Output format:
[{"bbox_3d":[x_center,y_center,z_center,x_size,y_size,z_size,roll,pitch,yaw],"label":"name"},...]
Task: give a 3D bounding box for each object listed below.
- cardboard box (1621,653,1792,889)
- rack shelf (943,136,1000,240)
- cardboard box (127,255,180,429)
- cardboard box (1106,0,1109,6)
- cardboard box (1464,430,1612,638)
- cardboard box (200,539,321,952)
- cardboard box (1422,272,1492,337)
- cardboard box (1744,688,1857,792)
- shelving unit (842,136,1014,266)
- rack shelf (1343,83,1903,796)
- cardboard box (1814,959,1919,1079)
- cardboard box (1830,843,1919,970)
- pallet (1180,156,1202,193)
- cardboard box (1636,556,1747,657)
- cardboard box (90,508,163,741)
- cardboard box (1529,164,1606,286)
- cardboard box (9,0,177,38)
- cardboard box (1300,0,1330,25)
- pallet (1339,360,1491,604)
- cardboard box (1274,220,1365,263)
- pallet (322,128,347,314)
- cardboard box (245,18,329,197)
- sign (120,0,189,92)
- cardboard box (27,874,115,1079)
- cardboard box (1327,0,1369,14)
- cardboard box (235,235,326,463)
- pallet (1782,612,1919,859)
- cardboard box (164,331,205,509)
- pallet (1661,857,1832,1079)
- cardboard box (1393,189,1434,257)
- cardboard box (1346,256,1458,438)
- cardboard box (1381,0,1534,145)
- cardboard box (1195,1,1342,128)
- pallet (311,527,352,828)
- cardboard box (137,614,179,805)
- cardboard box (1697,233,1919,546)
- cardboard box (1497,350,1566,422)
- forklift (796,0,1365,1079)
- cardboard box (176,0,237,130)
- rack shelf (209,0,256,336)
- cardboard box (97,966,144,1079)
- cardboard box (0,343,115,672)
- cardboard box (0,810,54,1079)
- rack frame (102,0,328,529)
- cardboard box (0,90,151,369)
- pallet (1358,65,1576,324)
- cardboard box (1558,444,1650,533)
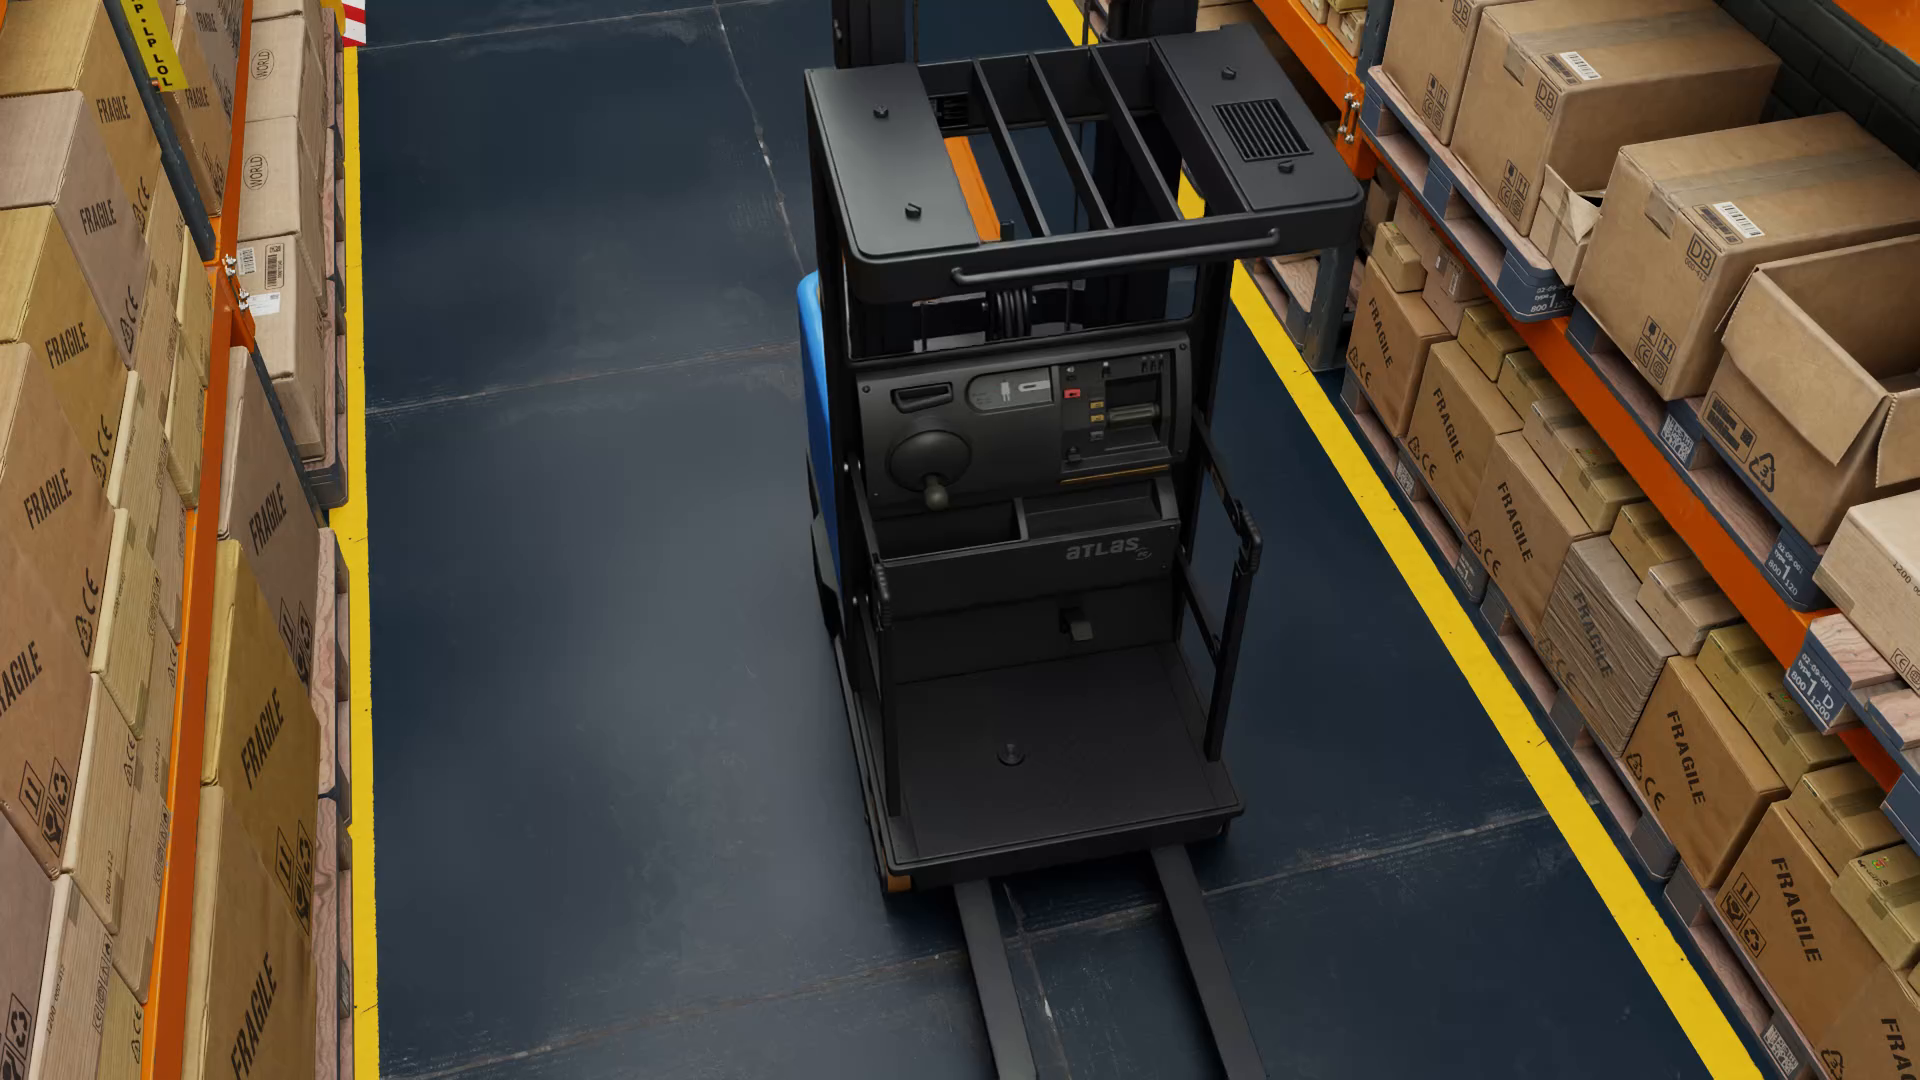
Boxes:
[{"bbox_3d":[2.390,0.655,4.964,0.500,0.500,0.500,-9,46,-9],"label":"cardboard box"},{"bbox_3d":[-0.165,-1.241,6.268,0.538,0.278,1.000,-8,46,-8],"label":"rack shelf"},{"bbox_3d":[-2.377,-0.483,4.378,0.500,0.250,0.500,-10,46,-9],"label":"cardboard box"},{"bbox_3d":[1.159,-2.871,8.419,0.700,0.500,0.500,-9,46,-9],"label":"cardboard box"},{"bbox_3d":[2.113,-0.060,5.664,0.500,0.500,0.500,-12,47,-11],"label":"cardboard box"},{"bbox_3d":[-2.386,0.669,4.688,0.875,0.875,0.875,-9,46,-9],"label":"cardboard box"},{"bbox_3d":[1.917,-0.900,6.033,0.380,0.149,0.250,-12,47,-11],"label":"cardboard box"},{"bbox_3d":[2.441,0.531,4.632,0.380,0.149,0.250,-9,46,-9],"label":"cardboard box"},{"bbox_3d":[-0.165,-1.036,6.477,0.538,1.125,1.048,-8,46,-8],"label":"shelving unit"},{"bbox_3d":[2.449,-0.241,4.890,1.077,0.370,4.000,-11,47,-10],"label":"rack shelf"},{"bbox_3d":[2.645,1.363,4.270,0.500,0.500,0.500,-9,46,-9],"label":"cardboard box"},{"bbox_3d":[2.490,0.911,4.259,0.380,0.149,0.250,-13,47,-12],"label":"cardboard box"},{"bbox_3d":[1.446,-2.216,8.274,1.003,0.211,1.213,-11,47,-10],"label":"pallet"},{"bbox_3d":[2.277,0.173,4.982,0.380,0.149,0.250,-13,47,-12],"label":"cardboard box"},{"bbox_3d":[-2.091,0.224,3.685,0.500,0.250,0.500,-10,46,-10],"label":"cardboard box"},{"bbox_3d":[1.922,-0.944,4.875,0.396,0.266,0.258,-9,46,-8],"label":"cardboard box"},{"bbox_3d":[-2.748,-1.722,5.067,0.500,0.500,0.500,-10,46,-10],"label":"cardboard box"},{"bbox_3d":[1.523,-2.136,6.419,0.380,0.149,0.250,-10,46,-9],"label":"cardboard box"},{"bbox_3d":[2.182,-0.343,6.439,1.003,0.211,1.213,-11,47,-10],"label":"pallet"},{"bbox_3d":[1.510,-1.354,7.179,0.380,0.149,0.250,-12,47,-12],"label":"cardboard box"},{"bbox_3d":[-3.295,-1.371,7.446,1.003,0.211,1.213,-11,47,-10],"label":"pallet"},{"bbox_3d":[-3.376,-1.908,7.519,0.875,0.438,0.875,-10,46,-9],"label":"cardboard box"},{"bbox_3d":[-2.338,-1.447,4.813,0.100,0.325,0.005,-11,47,-10],"label":"sign"},{"bbox_3d":[-1.859,0.923,3.000,0.500,0.250,0.500,-10,46,-9],"label":"cardboard box"},{"bbox_3d":[1.571,-2.232,6.234,0.500,0.250,0.500,-10,46,-9],"label":"cardboard box"},{"bbox_3d":[-2.917,-0.667,6.303,0.875,0.438,0.875,-11,47,-11],"label":"cardboard box"},{"bbox_3d":[2.719,0.500,3.794,1.213,0.211,1.003,-11,47,-10],"label":"pallet"},{"bbox_3d":[-2.373,-0.296,4.545,0.500,0.250,0.500,-11,47,-11],"label":"cardboard box"},{"bbox_3d":[2.806,1.341,4.788,1.003,0.211,1.213,-11,47,-10],"label":"pallet"},{"bbox_3d":[1.830,-1.192,6.112,0.380,0.149,0.250,-11,47,-11],"label":"cardboard box"},{"bbox_3d":[1.843,-0.771,6.361,0.500,0.500,0.500,-9,46,-9],"label":"cardboard box"},{"bbox_3d":[1.844,-1.681,5.433,0.700,0.500,0.500,-10,46,-9],"label":"cardboard box"},{"bbox_3d":[1.425,-2.154,7.717,0.700,0.500,0.500,-12,47,-12],"label":"cardboard box"},{"bbox_3d":[-2.590,0.531,5.582,1.003,0.211,1.213,-11,47,-10],"label":"pallet"},{"bbox_3d":[-2.125,0.412,3.851,0.500,0.250,0.500,-11,47,-10],"label":"cardboard box"},{"bbox_3d":[2.364,-0.389,4.164,0.797,0.503,0.637,-12,47,-11],"label":"cardboard box"},{"bbox_3d":[2.077,-0.538,5.679,0.380,0.149,0.250,-11,47,-11],"label":"cardboard box"},{"bbox_3d":[0.231,-0.229,4.422,1.130,2.935,3.031,-8,46,-8],"label":"forklift"},{"bbox_3d":[-2.852,-1.719,5.764,0.500,0.500,0.500,-10,47,-10],"label":"cardboard box"},{"bbox_3d":[-3.372,-2.093,6.704,1.077,0.370,4.000,-11,47,-10],"label":"rack shelf"},{"bbox_3d":[-1.867,1.115,3.162,0.500,0.250,0.500,-12,47,-11],"label":"cardboard box"},{"bbox_3d":[-2.106,-0.022,3.401,0.500,0.500,0.500,-10,46,-10],"label":"cardboard box"},{"bbox_3d":[-1.863,0.687,2.706,0.500,0.500,0.500,-11,47,-10],"label":"cardboard box"},{"bbox_3d":[-2.860,-0.964,5.094,1.000,3.000,0.127,-11,47,-10],"label":"rack frame"},{"bbox_3d":[-2.364,-0.730,4.095,0.500,0.500,0.500,-10,46,-10],"label":"cardboard box"},{"bbox_3d":[2.036,-1.235,5.495,1.003,0.211,1.213,-11,47,-10],"label":"pallet"},{"bbox_3d":[2.166,-0.187,5.335,0.380,0.149,0.250,-9,46,-9],"label":"cardboard box"}]
